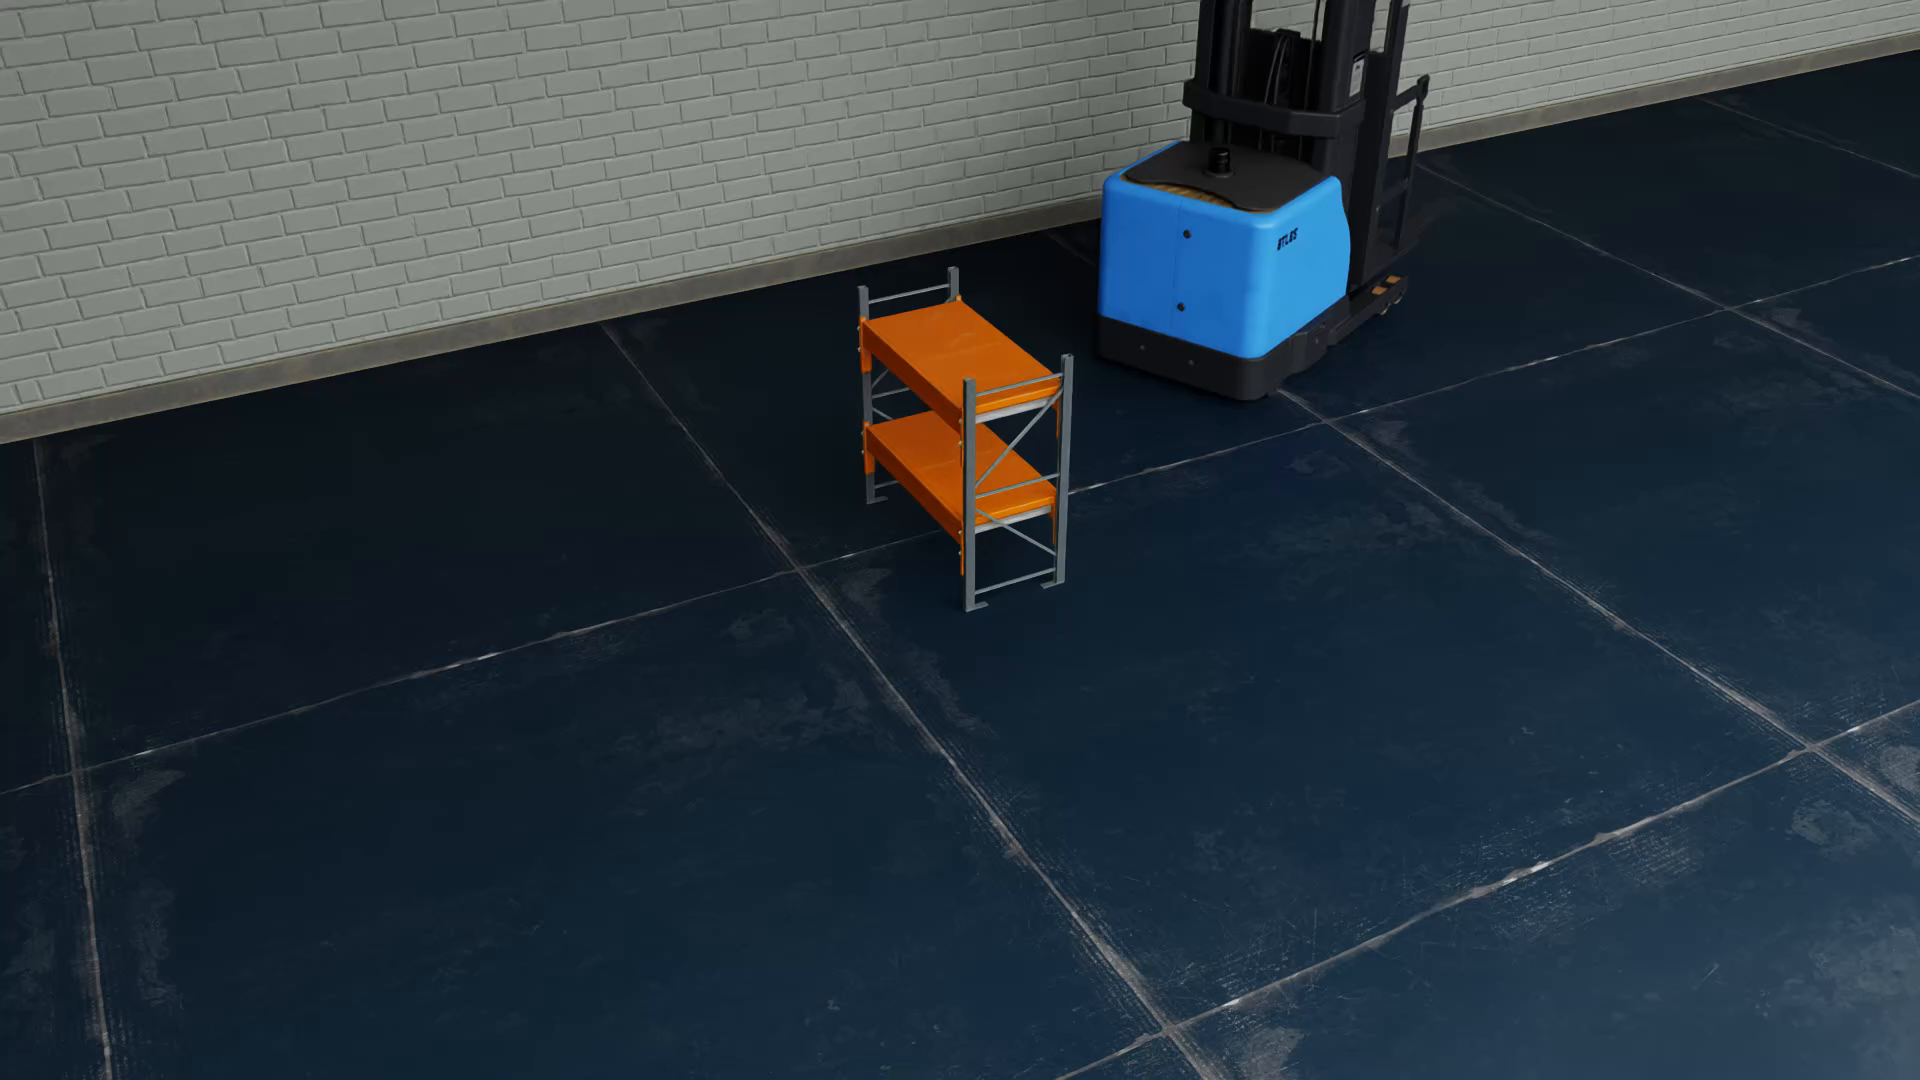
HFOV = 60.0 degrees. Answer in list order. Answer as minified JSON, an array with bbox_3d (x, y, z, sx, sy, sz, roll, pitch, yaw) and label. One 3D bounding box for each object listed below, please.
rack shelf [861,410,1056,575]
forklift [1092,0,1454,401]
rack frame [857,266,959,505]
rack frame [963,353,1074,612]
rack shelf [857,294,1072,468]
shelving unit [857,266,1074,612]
[{"bbox_3d":[0.003,-0.265,7.573,0.538,0.278,1.000,-16,36,-23],"label":"rack shelf"},{"bbox_3d":[2.023,-2.706,9.257,1.130,2.935,3.031,22,39,30],"label":"forklift"},{"bbox_3d":[-0.234,-0.713,7.820,0.500,1.125,0.032,-16,36,-23],"label":"rack frame"},{"bbox_3d":[0.240,-0.228,7.063,0.500,1.125,0.032,-16,36,-23],"label":"rack frame"},{"bbox_3d":[0.003,-0.717,7.284,0.538,0.278,1.000,-16,36,-23],"label":"rack shelf"},{"bbox_3d":[0.003,-0.470,7.442,0.538,1.125,1.048,-16,36,-23],"label":"shelving unit"}]
